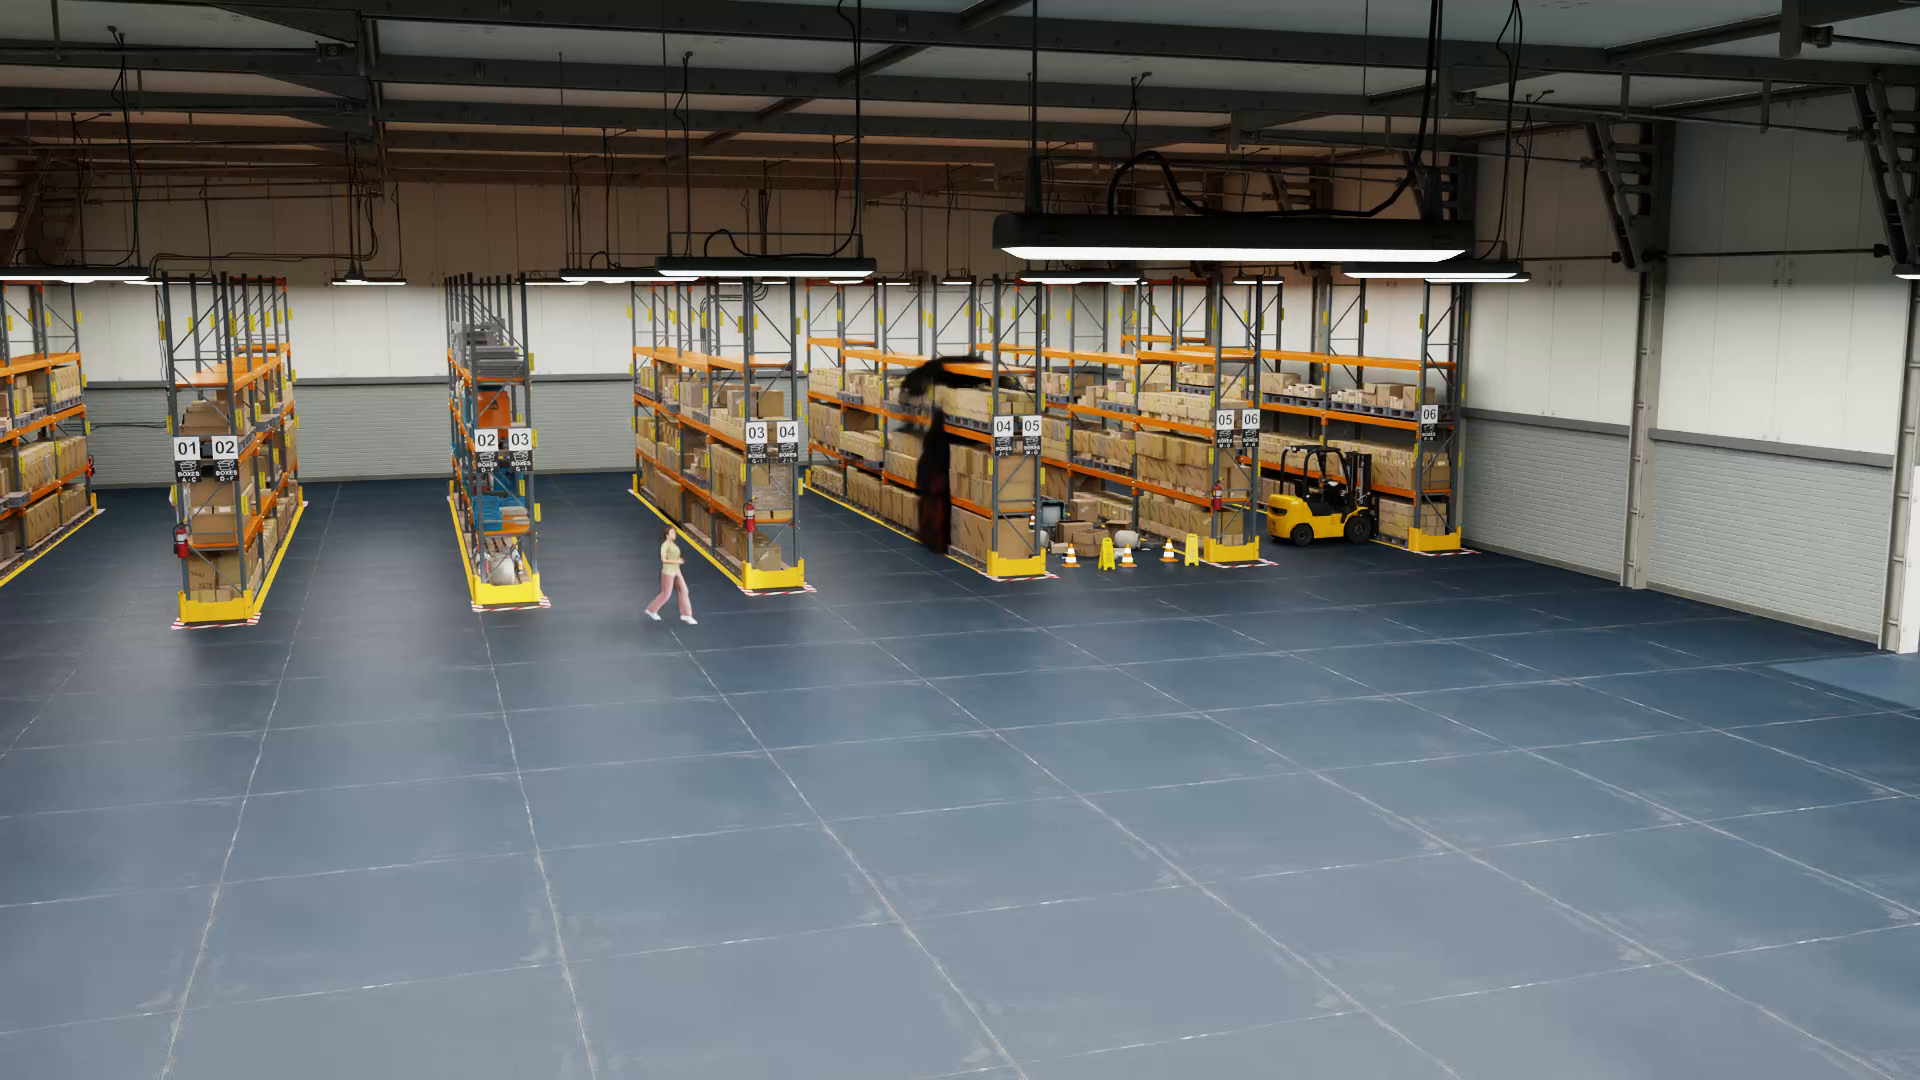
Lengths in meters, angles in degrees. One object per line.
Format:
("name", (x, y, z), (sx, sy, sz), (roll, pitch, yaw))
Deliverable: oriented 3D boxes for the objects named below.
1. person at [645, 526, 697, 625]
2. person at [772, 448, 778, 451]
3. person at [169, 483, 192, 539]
("person", (-4.978, 0.607, 28.521), (0.914, 1.698, 0.584), (2, 9, 14))
("person", (-5.558, -2.297, 47.687), (0.747, 1.685, 0.532), (1, 9, 6))
("person", (-16.908, -0.615, 36.393), (0.705, 1.727, 0.661), (-4, 9, -24))
